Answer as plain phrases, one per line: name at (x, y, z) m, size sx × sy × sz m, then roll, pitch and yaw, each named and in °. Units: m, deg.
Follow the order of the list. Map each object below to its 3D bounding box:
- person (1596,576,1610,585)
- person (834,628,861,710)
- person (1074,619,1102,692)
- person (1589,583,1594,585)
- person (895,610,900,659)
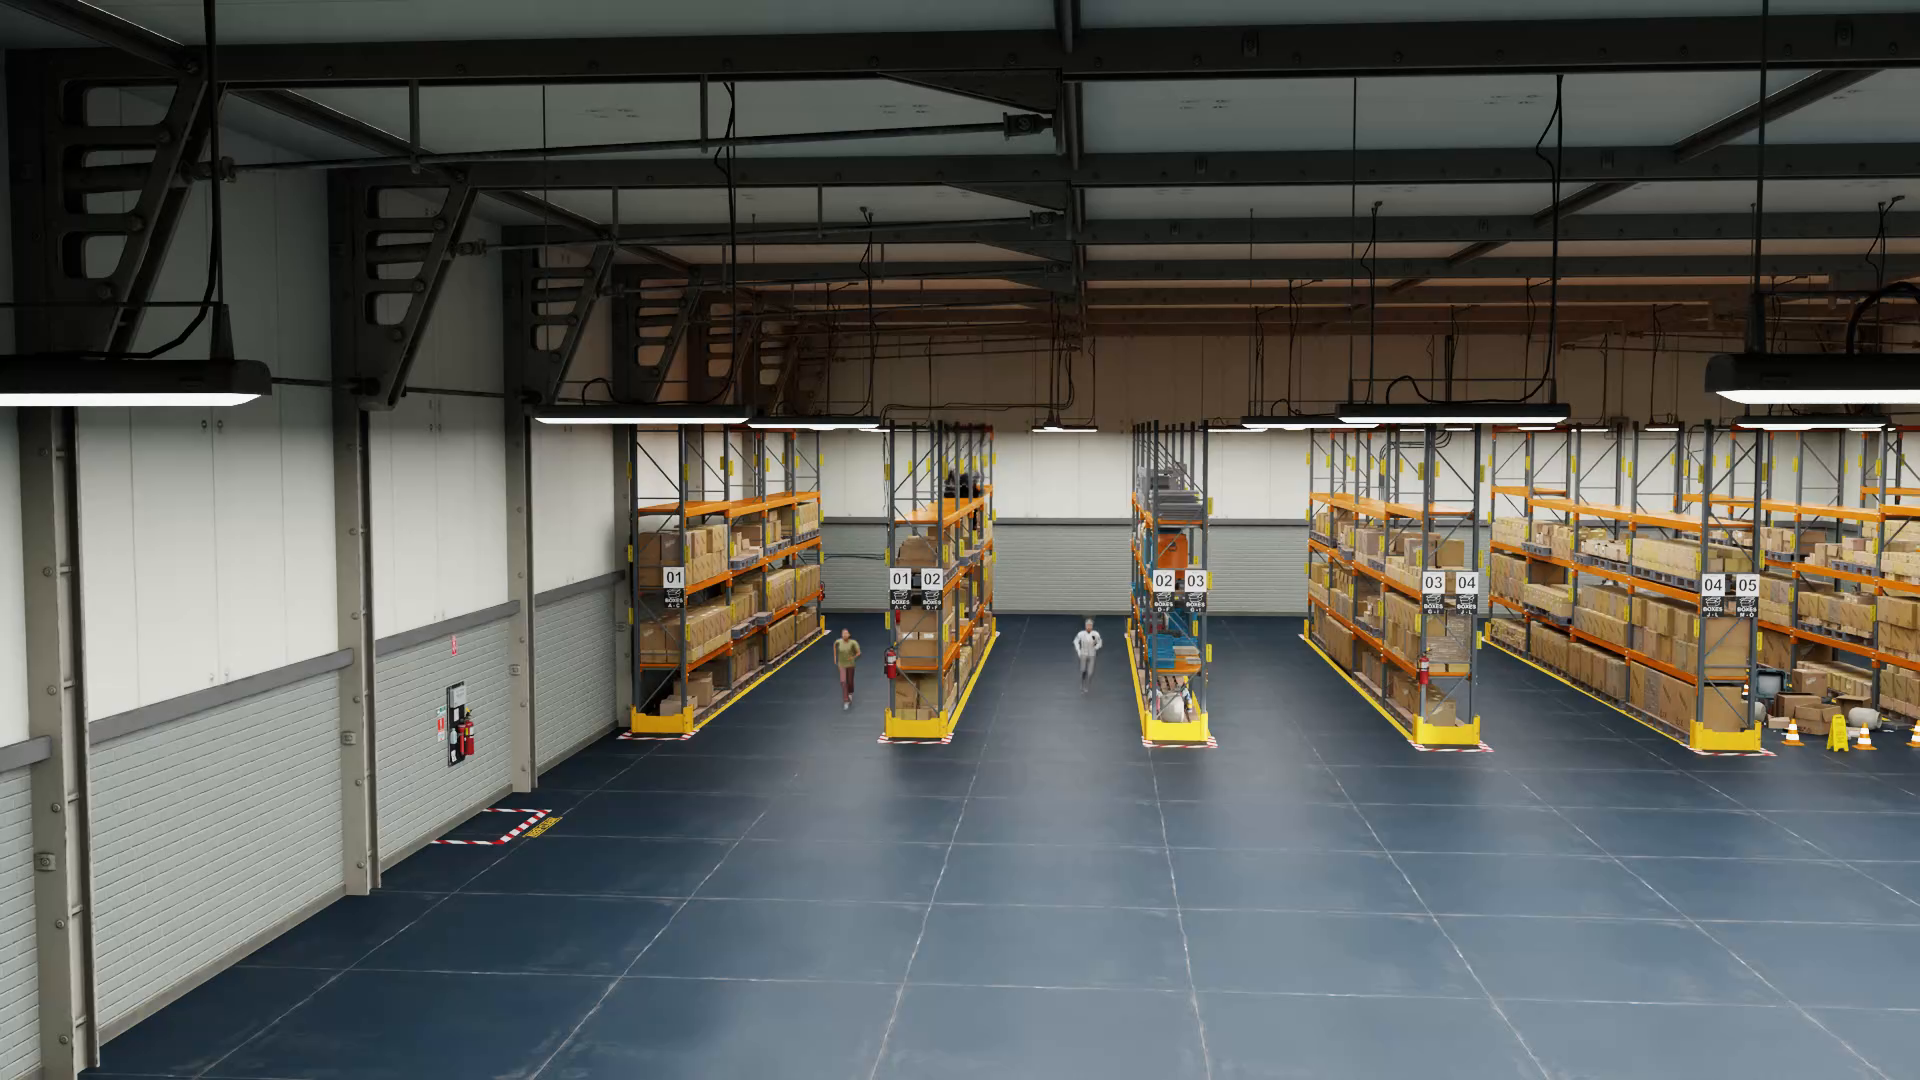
person at (18.671, 1.808, 48.352) m, size 0.585 × 1.729 × 0.660 m, roll -1°, pitch 4°, yaw -22°
person at (-2.381, 2.673, 35.065) m, size 0.599 × 1.664 × 1.008 m, roll 0°, pitch 4°, yaw 4°
person at (2.833, 2.564, 36.714) m, size 0.612 × 1.647 × 0.619 m, roll 0°, pitch 4°, yaw 4°
person at (16.865, 2.029, 44.620) m, size 0.668 × 1.742 × 0.521 m, roll 0°, pitch 4°, yaw -5°
person at (-1.414, 2.229, 41.689) m, size 0.637 × 1.775 × 0.871 m, roll 0°, pitch 4°, yaw 2°
